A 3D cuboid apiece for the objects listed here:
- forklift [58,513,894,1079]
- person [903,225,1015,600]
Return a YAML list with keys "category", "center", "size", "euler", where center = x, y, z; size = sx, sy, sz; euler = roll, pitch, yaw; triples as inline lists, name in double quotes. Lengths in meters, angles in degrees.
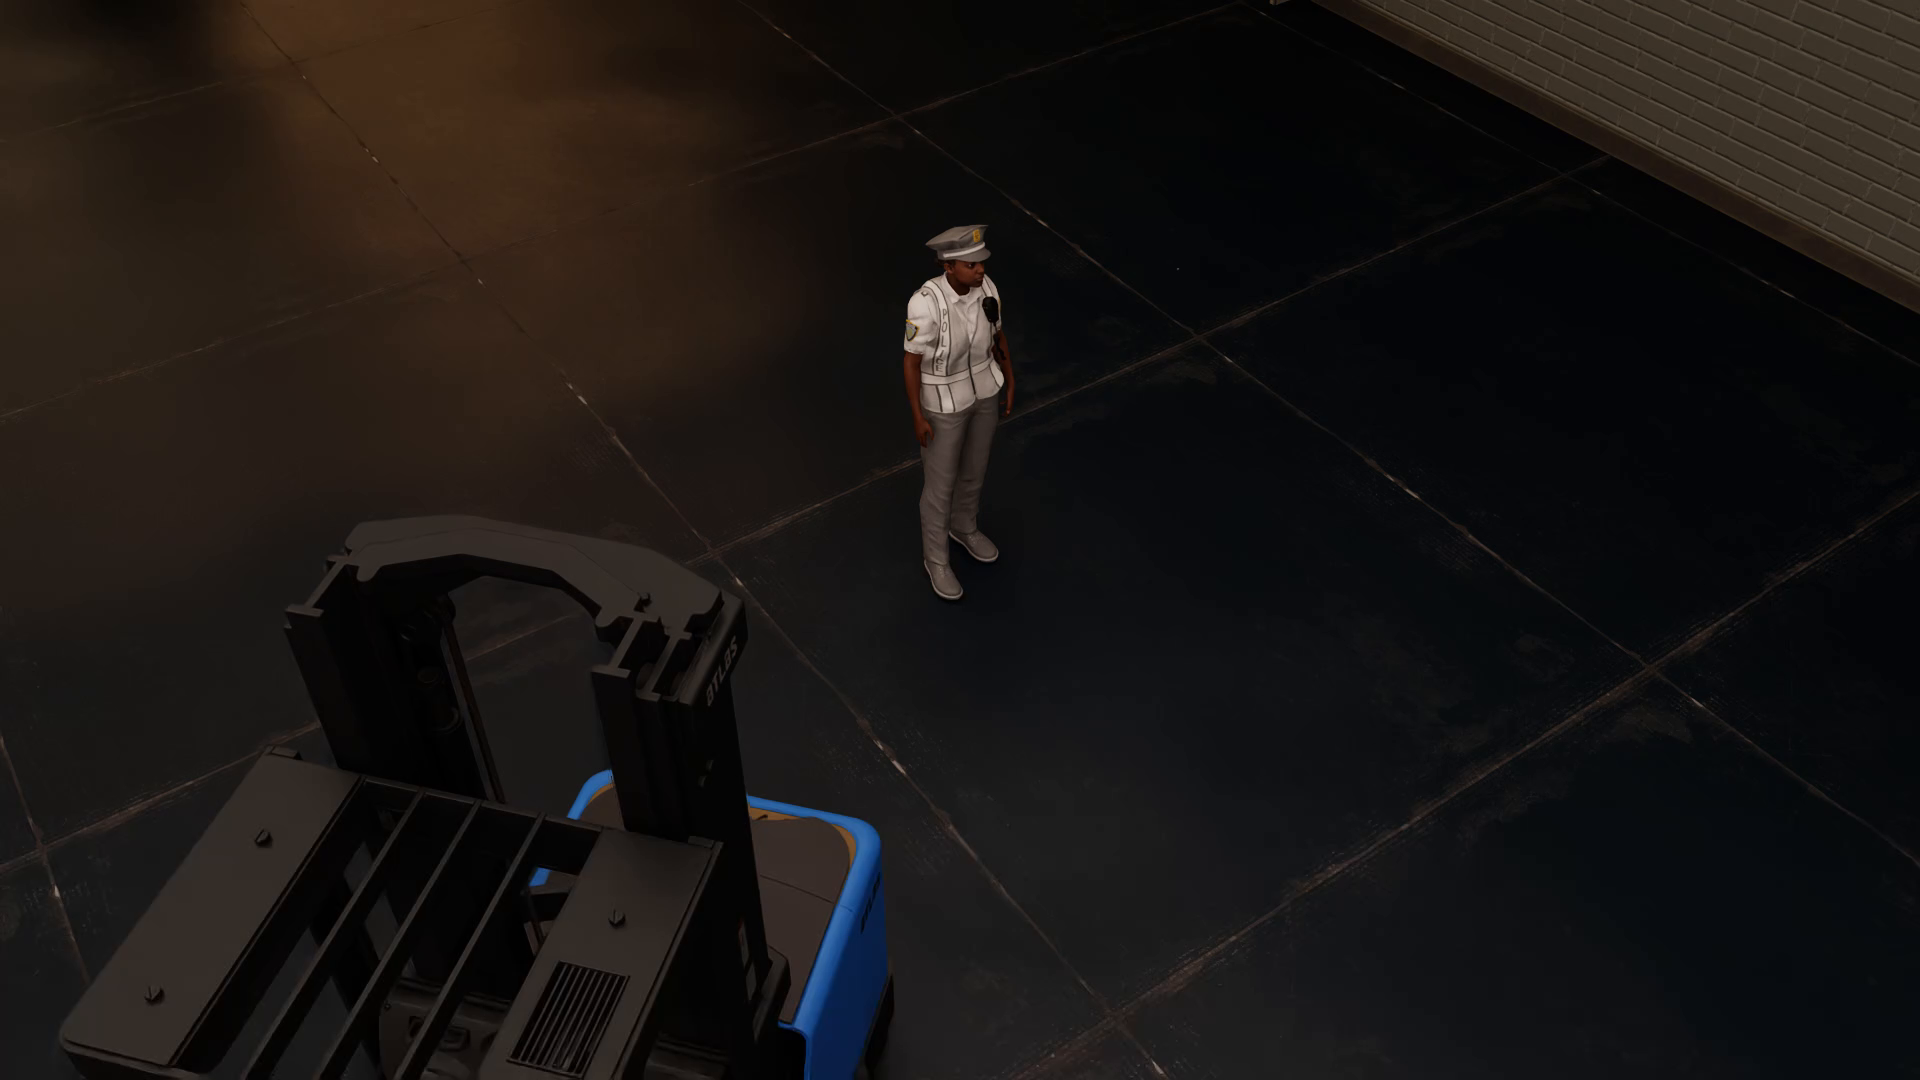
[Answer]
- category: "forklift"
  center: [-1.098, 1.503, 4.085]
  size: [1.130, 2.935, 3.031]
  euler: [10, 44, 11]
- category: "person"
  center: [0.027, -0.578, 7.246]
  size: [0.570, 1.694, 0.528]
  euler: [-25, 48, -25]
